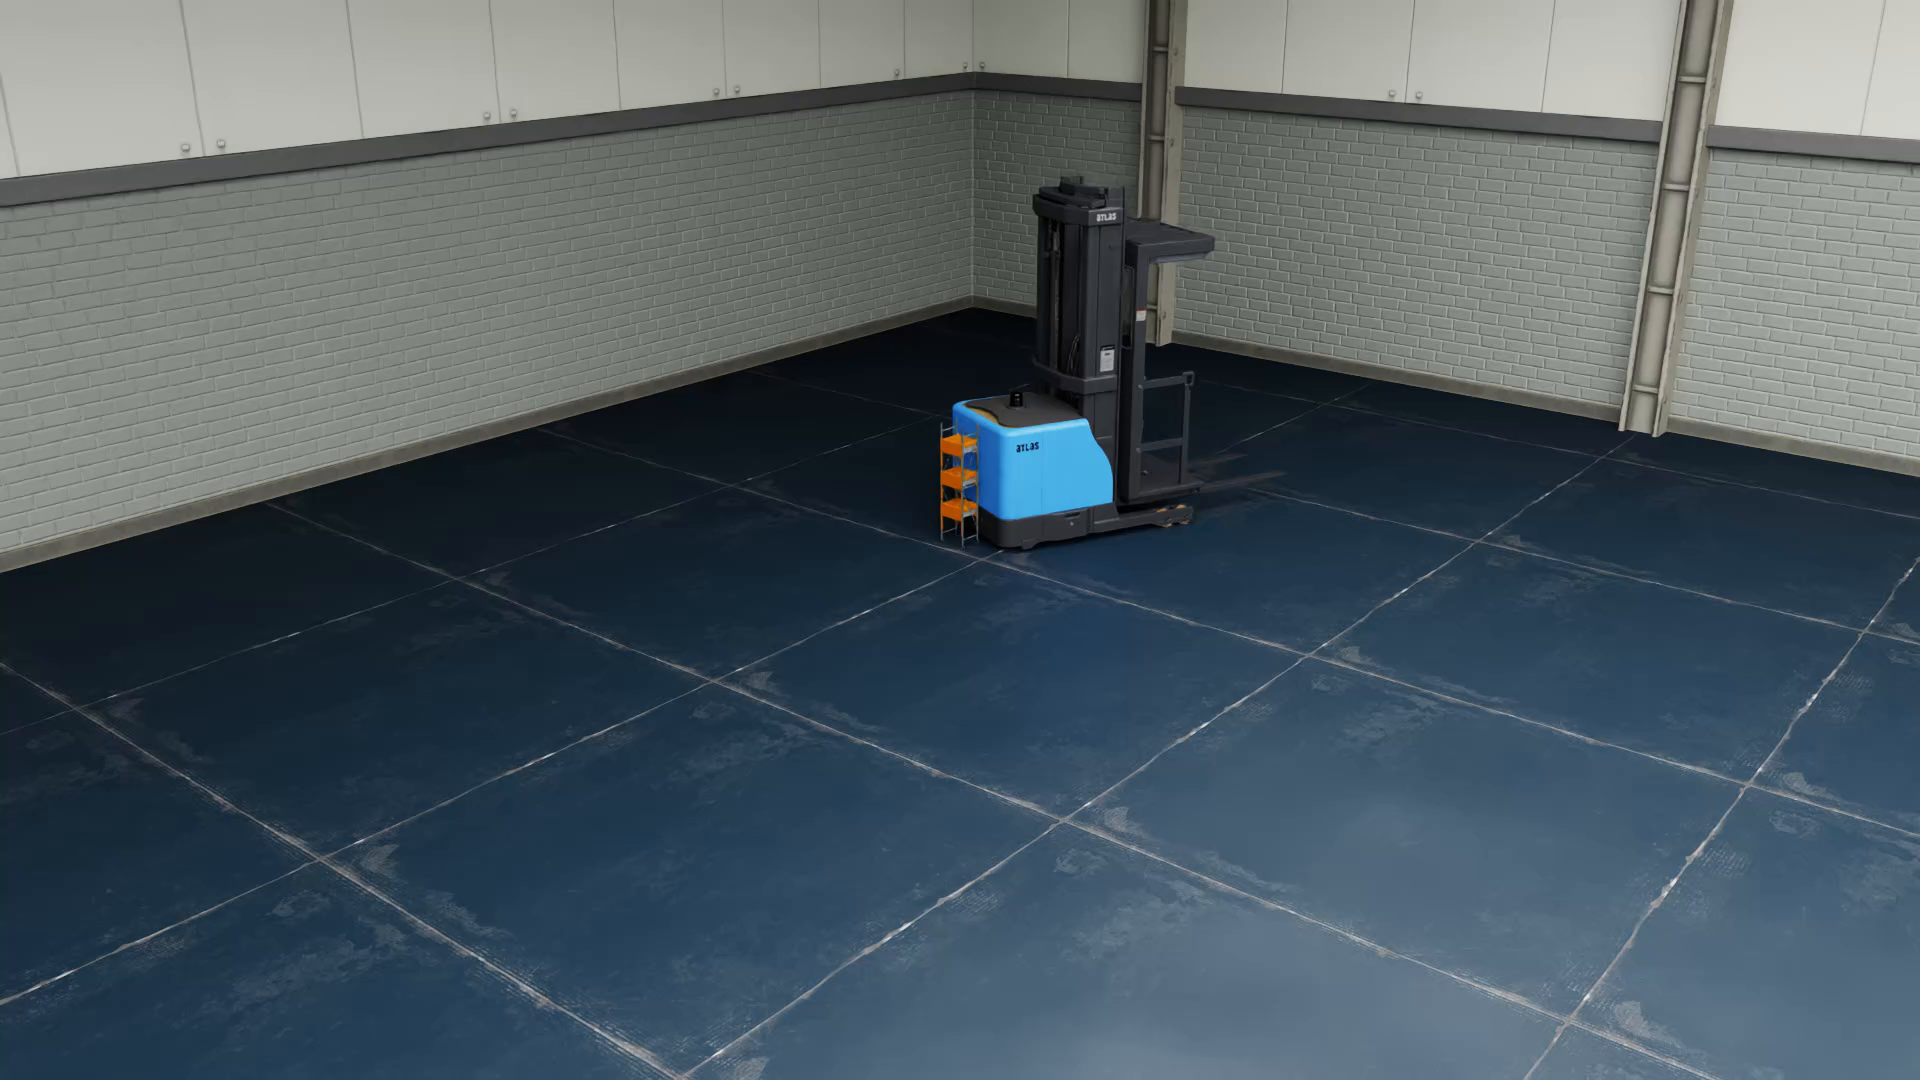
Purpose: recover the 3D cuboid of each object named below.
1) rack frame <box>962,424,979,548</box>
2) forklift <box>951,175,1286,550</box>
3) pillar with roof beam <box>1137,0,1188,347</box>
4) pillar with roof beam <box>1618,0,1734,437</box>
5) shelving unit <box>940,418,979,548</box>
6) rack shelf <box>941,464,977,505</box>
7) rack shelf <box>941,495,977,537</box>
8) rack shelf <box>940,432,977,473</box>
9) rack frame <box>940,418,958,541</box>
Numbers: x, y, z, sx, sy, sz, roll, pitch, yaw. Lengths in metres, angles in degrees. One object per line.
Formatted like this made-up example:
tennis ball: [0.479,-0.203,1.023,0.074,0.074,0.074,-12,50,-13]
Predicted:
rack frame: [0.085,-0.446,13.865,0.008,1.050,0.200,19,28,40]
forklift: [1.470,-1.634,14.348,3.031,2.935,1.130,-10,23,-25]
pillar with roof beam: [-0.325,-5.503,16.011,0.400,9.000,9.100,16,26,36]
pillar with roof beam: [4.324,-4.165,12.461,0.400,9.000,9.100,16,26,36]
shelving unit: [-0.003,-0.476,13.944,0.252,1.050,0.215,19,28,40]
rack shelf: [-0.003,-0.466,13.948,0.240,0.259,0.215,19,28,40]
rack shelf: [-0.003,-0.206,14.046,0.240,0.259,0.215,19,28,40]
rack shelf: [-0.003,-0.731,13.848,0.240,0.259,0.215,19,28,40]
rack frame: [-0.092,-0.505,14.023,0.008,1.050,0.200,19,28,40]
